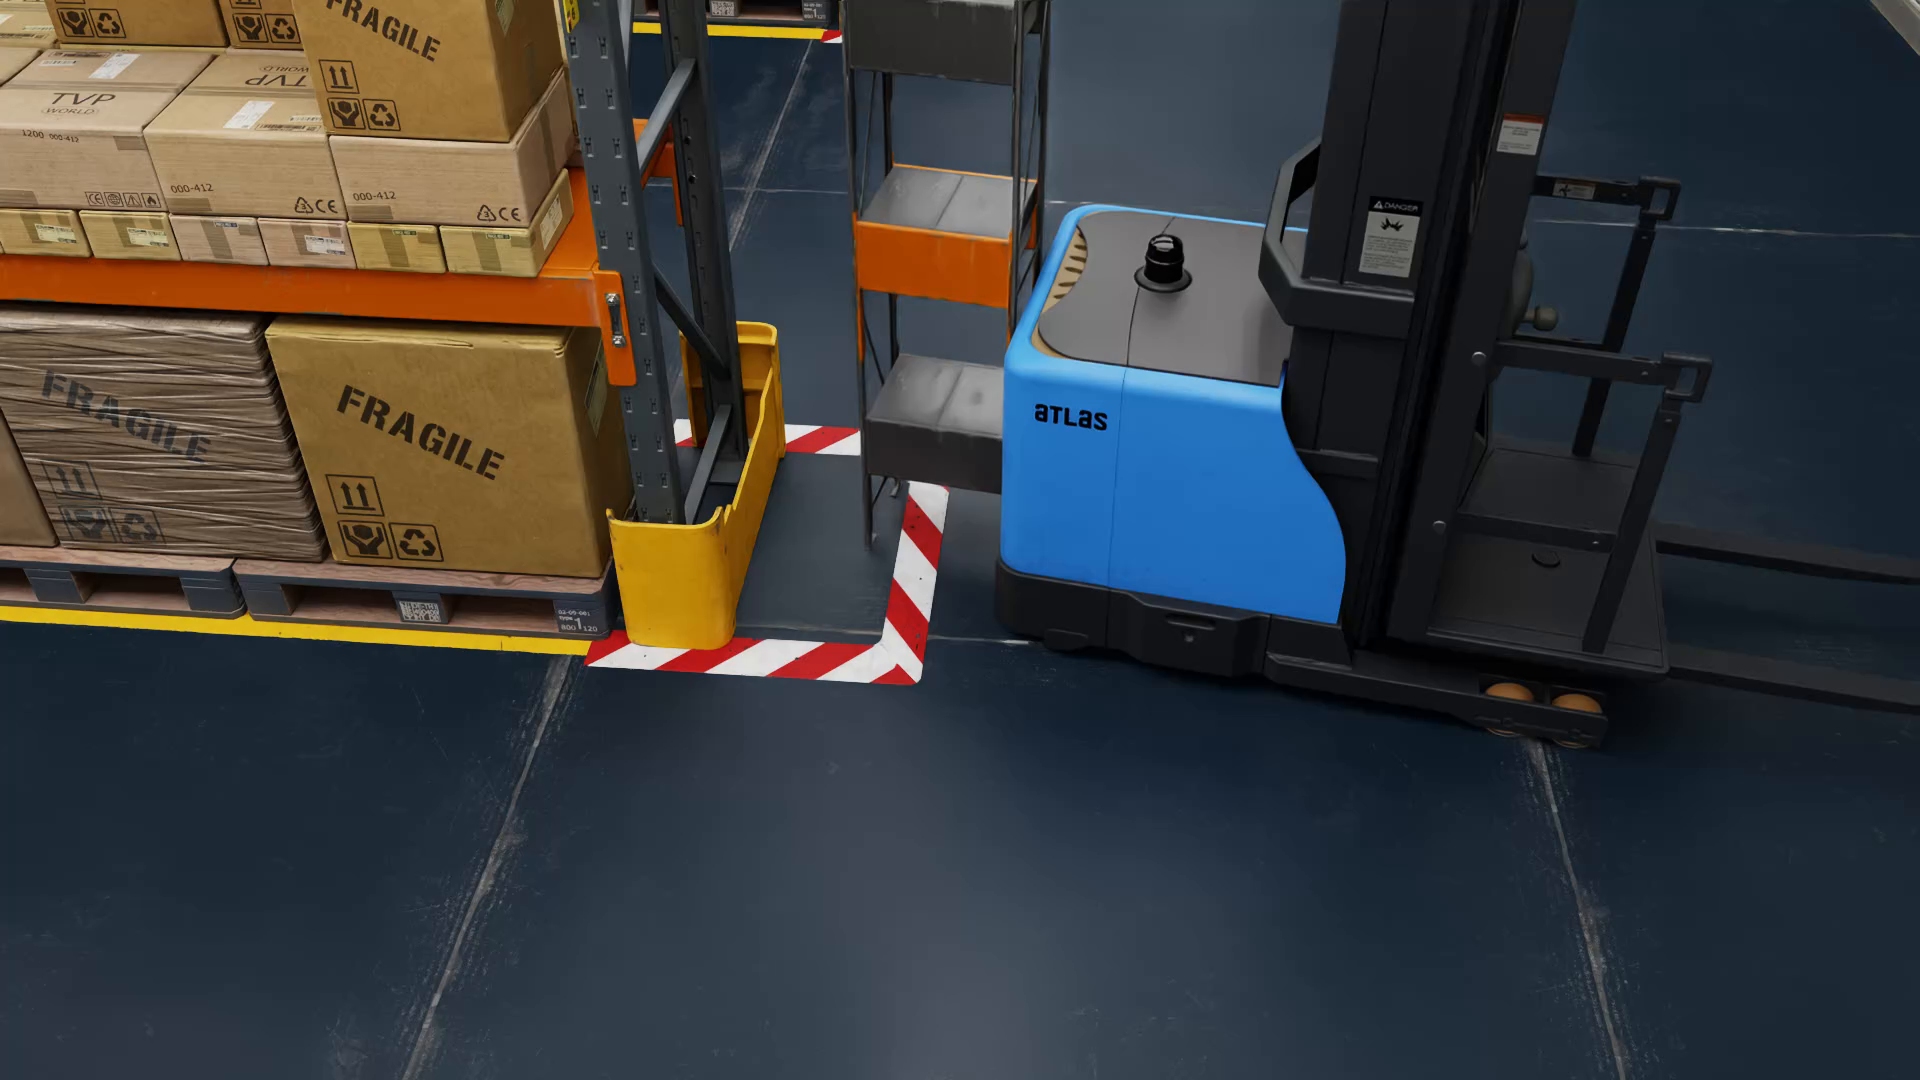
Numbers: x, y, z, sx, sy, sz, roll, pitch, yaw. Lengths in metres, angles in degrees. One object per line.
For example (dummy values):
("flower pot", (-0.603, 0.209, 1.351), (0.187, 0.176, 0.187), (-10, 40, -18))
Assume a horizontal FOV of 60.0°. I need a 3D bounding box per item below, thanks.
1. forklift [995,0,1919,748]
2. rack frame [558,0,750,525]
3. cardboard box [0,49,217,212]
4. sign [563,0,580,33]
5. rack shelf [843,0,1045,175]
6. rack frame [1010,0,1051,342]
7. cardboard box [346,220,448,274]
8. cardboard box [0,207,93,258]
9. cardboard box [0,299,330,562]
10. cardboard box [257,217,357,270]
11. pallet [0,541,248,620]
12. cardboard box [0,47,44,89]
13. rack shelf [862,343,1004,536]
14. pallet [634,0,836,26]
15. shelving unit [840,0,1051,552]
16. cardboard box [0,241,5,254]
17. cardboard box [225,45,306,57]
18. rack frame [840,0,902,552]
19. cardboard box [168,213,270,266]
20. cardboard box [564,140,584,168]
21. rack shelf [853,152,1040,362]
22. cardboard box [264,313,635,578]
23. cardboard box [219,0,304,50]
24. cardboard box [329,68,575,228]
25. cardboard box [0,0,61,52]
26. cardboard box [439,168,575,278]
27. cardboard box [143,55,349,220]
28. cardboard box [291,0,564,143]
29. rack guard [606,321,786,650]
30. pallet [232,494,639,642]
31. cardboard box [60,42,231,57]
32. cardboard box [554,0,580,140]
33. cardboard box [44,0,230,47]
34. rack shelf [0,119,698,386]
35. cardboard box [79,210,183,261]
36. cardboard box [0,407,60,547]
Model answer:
("forklift", (1.687, -0.885, 4.516), (3.031, 2.935, 1.130), (9, 40, 11))
("rack frame", (-0.885, -1.186, 4.831), (0.127, 3.000, 1.000), (3, 39, 4))
("cardboard box", (-2.403, -1.159, 4.680), (0.500, 0.250, 0.500), (2, 39, 2))
("sign", (-0.945, -1.387, 3.973), (0.005, 0.325, 0.100), (3, 39, 4))
("rack shelf", (-0.031, -1.389, 4.706), (0.480, 0.518, 0.431), (9, 40, 11))
("rack frame", (0.205, -0.819, 5.093), (0.015, 2.100, 0.400), (9, 40, 11))
("cardboard box", (-1.527, -0.914, 4.696), (0.250, 0.149, 0.380), (4, 39, 4))
("cardboard box", (-2.544, -0.970, 4.764), (0.250, 0.149, 0.380), (3, 39, 4))
("cardboard box", (-2.436, -0.559, 5.411), (0.875, 0.875, 0.875), (3, 39, 4))
("cardboard box", (-1.778, -0.929, 4.714), (0.250, 0.149, 0.380), (3, 39, 4))
("pallet", (-2.900, -0.167, 5.788), (1.213, 0.211, 1.003), (3, 39, 4))
("cardboard box", (-2.922, -1.184, 4.712), (0.500, 0.250, 0.500), (3, 39, 4))
("rack shelf", (-0.031, -0.304, 5.590), (0.480, 0.518, 0.431), (9, 40, 11))
("pallet", (-1.276, -3.289, 9.624), (1.213, 0.211, 1.003), (3, 39, 4))
("shelving unit", (-0.031, -0.857, 5.140), (0.503, 2.100, 0.431), (9, 40, 11))
("cardboard box", (-2.791, -0.985, 4.783), (0.250, 0.149, 0.380), (4, 39, 5))
("cardboard box", (-1.858, -1.464, 5.055), (0.500, 0.250, 0.500), (3, 39, 3))
("rack frame", (-0.268, -0.895, 5.186), (0.015, 2.100, 0.400), (9, 40, 11))
("cardboard box", (-2.027, -0.943, 4.731), (0.250, 0.149, 0.380), (4, 39, 5))
("cardboard box", (-1.210, -1.316, 5.189), (0.250, 0.149, 0.380), (4, 39, 4))
("rack shelf", (-0.031, -0.847, 5.148), (0.480, 0.518, 0.431), (9, 40, 11))
("cardboard box", (-1.529, -0.510, 5.351), (0.875, 0.875, 0.875), (3, 39, 4))
("cardboard box", (-1.838, -1.758, 4.822), (0.500, 0.500, 0.500), (2, 39, 3))
("cardboard box", (-1.390, -1.103, 4.612), (0.500, 0.250, 0.500), (3, 39, 3))
("cardboard box", (-2.879, -1.518, 5.123), (0.500, 0.250, 0.500), (2, 39, 3))
("cardboard box", (-1.268, -0.901, 4.680), (0.250, 0.149, 0.380), (4, 39, 5))
("cardboard box", (-1.896, -1.131, 4.647), (0.500, 0.250, 0.500), (2, 39, 3))
("cardboard box", (-1.393, -1.396, 4.378), (0.500, 0.500, 0.500), (4, 39, 4))
("rack guard", (-0.861, -0.216, 5.619), (0.348, 0.500, 1.175), (3, 39, 4))
("pallet", (-1.688, -0.099, 5.705), (1.213, 0.211, 1.003), (3, 39, 4))
("cardboard box", (-2.358, -1.493, 5.092), (0.500, 0.250, 0.500), (2, 39, 2))
("cardboard box", (-1.340, -1.440, 5.026), (0.500, 0.250, 0.500), (2, 39, 3))
("cardboard box", (-2.354, -1.782, 4.852), (0.500, 0.500, 0.500), (2, 39, 3))
("rack shelf", (-2.877, -1.016, 5.192), (4.000, 0.370, 1.077), (3, 39, 4))
("cardboard box", (-2.286, -0.956, 4.747), (0.250, 0.149, 0.380), (2, 39, 3))
("cardboard box", (-3.323, -0.608, 5.471), (0.875, 0.875, 0.875), (3, 39, 4))
